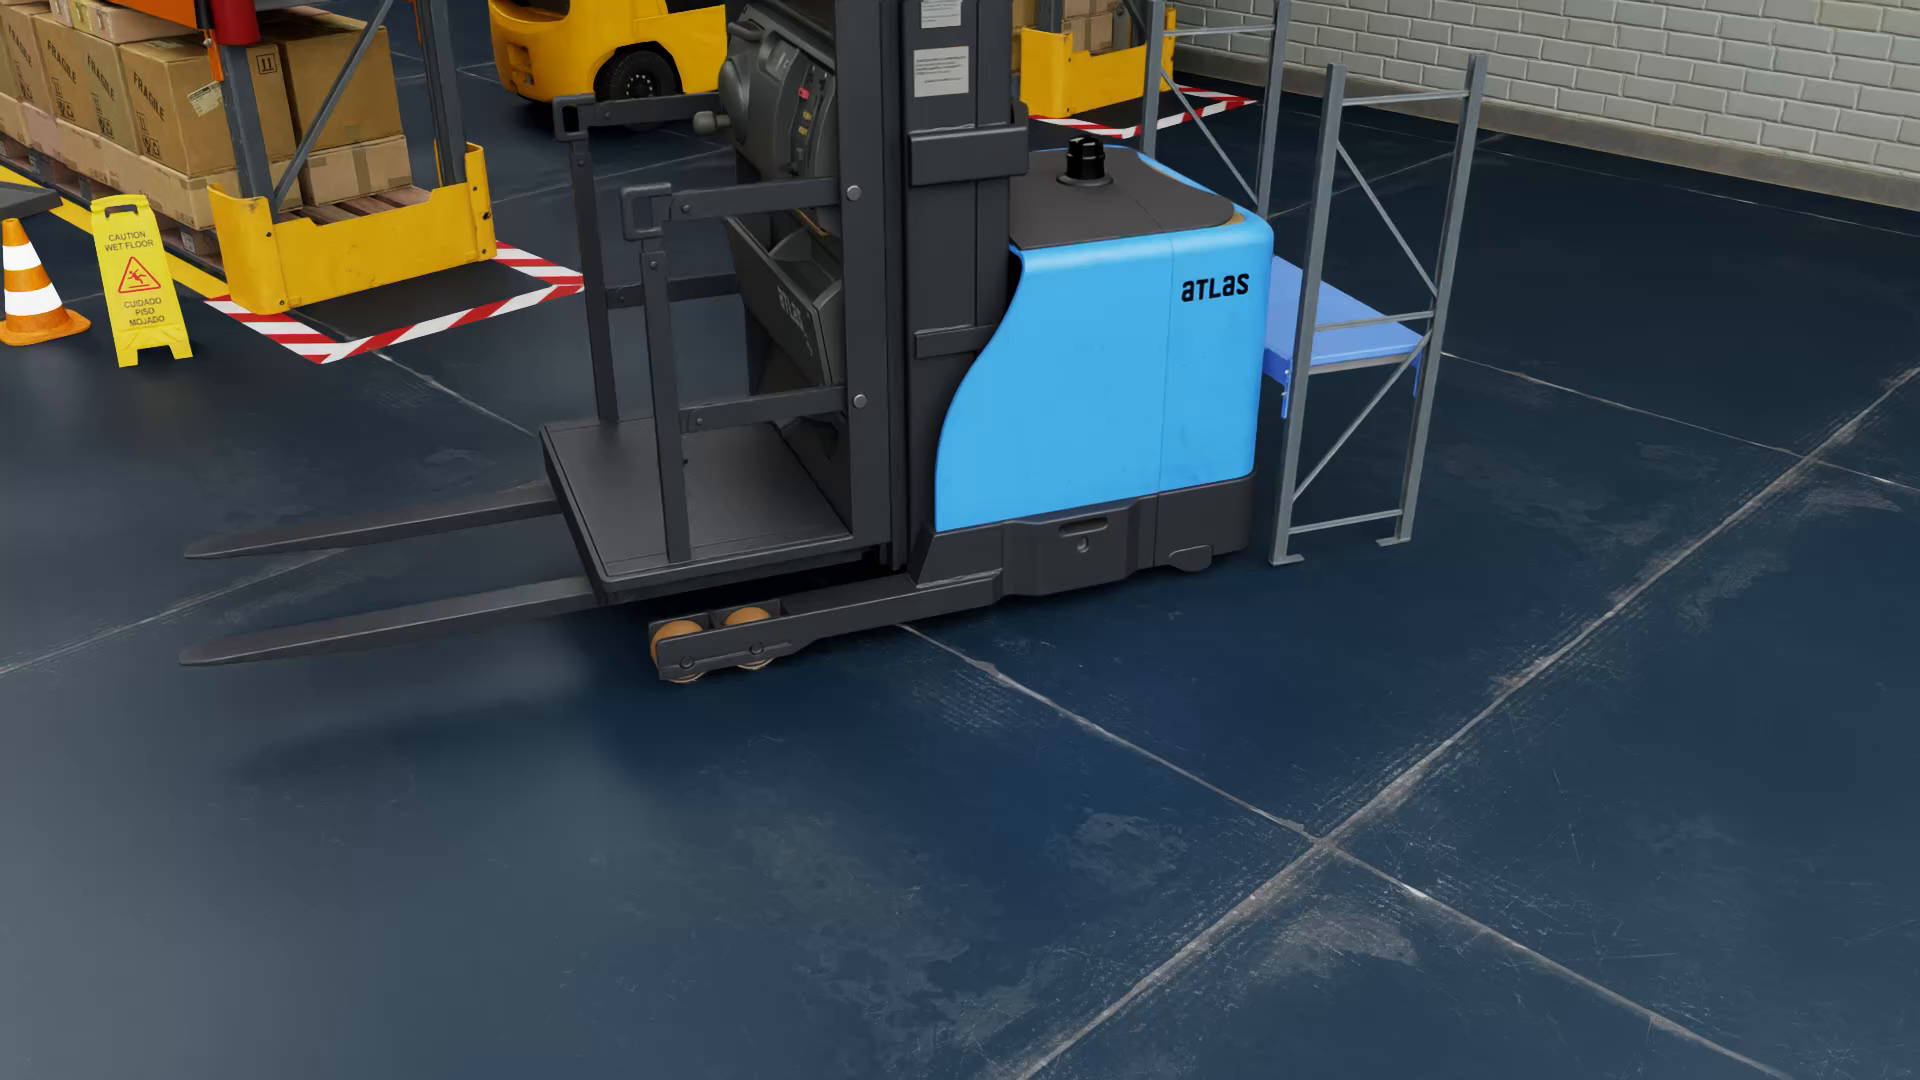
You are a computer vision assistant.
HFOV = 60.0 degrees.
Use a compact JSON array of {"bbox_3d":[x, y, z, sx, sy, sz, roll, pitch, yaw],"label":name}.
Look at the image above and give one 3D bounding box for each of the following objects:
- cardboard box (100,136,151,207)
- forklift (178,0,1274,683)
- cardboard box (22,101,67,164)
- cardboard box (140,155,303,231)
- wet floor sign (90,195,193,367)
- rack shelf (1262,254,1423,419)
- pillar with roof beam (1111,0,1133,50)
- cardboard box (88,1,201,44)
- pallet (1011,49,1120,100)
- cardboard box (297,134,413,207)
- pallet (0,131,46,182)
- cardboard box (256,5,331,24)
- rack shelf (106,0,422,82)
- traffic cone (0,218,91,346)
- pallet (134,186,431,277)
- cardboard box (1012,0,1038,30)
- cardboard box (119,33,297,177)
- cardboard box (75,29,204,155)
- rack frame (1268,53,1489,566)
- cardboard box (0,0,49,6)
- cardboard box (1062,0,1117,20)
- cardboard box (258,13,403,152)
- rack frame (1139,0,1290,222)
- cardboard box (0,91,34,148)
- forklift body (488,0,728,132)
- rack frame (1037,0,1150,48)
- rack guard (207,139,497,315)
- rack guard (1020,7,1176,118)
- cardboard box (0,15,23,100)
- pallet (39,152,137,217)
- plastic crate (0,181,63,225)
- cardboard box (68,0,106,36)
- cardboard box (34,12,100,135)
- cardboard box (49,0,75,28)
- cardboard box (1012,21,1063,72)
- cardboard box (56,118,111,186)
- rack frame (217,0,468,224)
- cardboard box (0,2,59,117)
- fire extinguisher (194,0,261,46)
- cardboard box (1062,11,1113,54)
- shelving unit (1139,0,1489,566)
[{"bbox_3d":[-3.746,-1.811,7.974,0.500,0.250,0.500,25,37,39],"label":"cardboard box"},{"bbox_3d":[-0.673,-1.188,4.360,3.031,2.935,1.130,-10,29,-19],"label":"forklift"},{"bbox_3d":[-4.469,-2.145,8.610,0.500,0.250,0.500,24,36,38],"label":"cardboard box"},{"bbox_3d":[-3.399,-1.647,7.663,0.500,0.250,0.500,24,36,38],"label":"cardboard box"},{"bbox_3d":[-3.232,-1.037,6.529,0.267,0.644,0.232,-13,30,-22],"label":"wet floor sign"},{"bbox_3d":[1.005,-0.691,5.327,0.538,0.185,1.000,-9,29,-20],"label":"rack shelf"},{"bbox_3d":[-2.023,-5.897,6.797,0.400,9.000,9.100,25,36,38],"label":"pillar with roof beam"},{"bbox_3d":[-3.680,-2.356,7.509,0.380,0.149,0.250,-24,36,-38],"label":"cardboard box"},{"bbox_3d":[0.285,-3.146,11.006,1.213,0.211,1.003,25,36,38],"label":"pallet"},{"bbox_3d":[-2.999,-1.820,7.991,0.500,0.250,0.500,24,36,38],"label":"cardboard box"},{"bbox_3d":[-4.966,-2.360,9.511,1.213,0.211,1.003,25,36,38],"label":"pallet"},{"bbox_3d":[-3.392,-2.329,8.153,0.500,0.500,0.500,23,35,37],"label":"cardboard box"},{"bbox_3d":[-4.043,-2.830,8.182,4.000,0.370,1.077,25,36,38],"label":"rack shelf"},{"bbox_3d":[-3.828,-1.085,6.817,0.334,0.463,0.336,25,36,38],"label":"traffic cone"},{"bbox_3d":[-3.226,-1.563,7.997,1.213,0.211,1.003,25,36,38],"label":"pallet"},{"bbox_3d":[0.294,-3.390,10.440,0.500,0.250,0.500,24,36,38],"label":"cardboard box"},{"bbox_3d":[-3.371,-1.972,7.474,0.500,0.500,0.500,25,37,39],"label":"cardboard box"},{"bbox_3d":[-3.746,-2.141,7.796,0.500,0.500,0.500,-24,36,-37],"label":"cardboard box"},{"bbox_3d":[1.197,-0.631,4.827,0.500,1.500,0.032,-9,29,-20],"label":"rack frame"},{"bbox_3d":[-4.629,-2.792,8.338,0.380,0.149,0.250,-23,35,-36],"label":"cardboard box"},{"bbox_3d":[0.671,-3.557,10.758,0.500,0.250,0.500,-25,36,-38],"label":"cardboard box"},{"bbox_3d":[-3.016,-2.159,7.831,0.500,0.500,0.500,23,36,37],"label":"cardboard box"},{"bbox_3d":[0.821,-1.071,5.662,0.500,1.500,0.032,-9,29,-20],"label":"rack frame"},{"bbox_3d":[-4.849,-2.318,8.938,0.500,0.250,0.500,-23,35,-36],"label":"cardboard box"},{"bbox_3d":[-1.771,-3.782,10.132,1.214,2.155,2.313,25,36,38],"label":"forklift body"},{"bbox_3d":[0.860,-4.145,9.909,0.127,3.000,1.000,25,36,38],"label":"rack frame"},{"bbox_3d":[-2.671,-1.414,7.403,0.348,0.500,1.175,25,36,38],"label":"rack guard"},{"bbox_3d":[0.877,-3.030,10.476,0.348,0.500,1.175,25,36,38],"label":"rack guard"},{"bbox_3d":[-4.848,-2.649,8.763,0.500,0.500,0.500,-24,36,-37],"label":"cardboard box"},{"bbox_3d":[-4.092,-1.961,8.754,1.213,0.211,1.003,25,36,38],"label":"pallet"},{"bbox_3d":[-4.925,-1.725,8.444,0.583,0.080,0.402,12,30,22],"label":"plastic crate"},{"bbox_3d":[-3.857,-2.439,7.667,0.380,0.149,0.250,-25,36,-38],"label":"cardboard box"},{"bbox_3d":[-4.101,-2.308,8.114,0.500,0.500,0.500,24,36,37],"label":"cardboard box"},{"bbox_3d":[-4.044,-2.526,7.831,0.380,0.149,0.250,-23,36,-37],"label":"cardboard box"},{"bbox_3d":[0.304,-3.162,10.543,0.500,0.250,0.500,25,37,39],"label":"cardboard box"},{"bbox_3d":[-4.123,-1.980,8.296,0.500,0.250,0.500,23,35,37],"label":"cardboard box"},{"bbox_3d":[-2.617,-2.496,6.774,0.127,3.000,1.000,25,36,38],"label":"rack frame"},{"bbox_3d":[-4.480,-2.479,8.440,0.500,0.500,0.500,-23,35,-37],"label":"cardboard box"},{"bbox_3d":[-2.859,-2.272,6.430,0.183,0.674,0.296,25,36,38],"label":"fire extinguisher"},{"bbox_3d":[0.647,-3.339,10.879,0.500,0.250,0.500,25,37,39],"label":"cardboard box"},{"bbox_3d":[1.009,-0.851,5.244,0.538,1.500,1.048,-9,29,-20],"label":"shelving unit"}]
